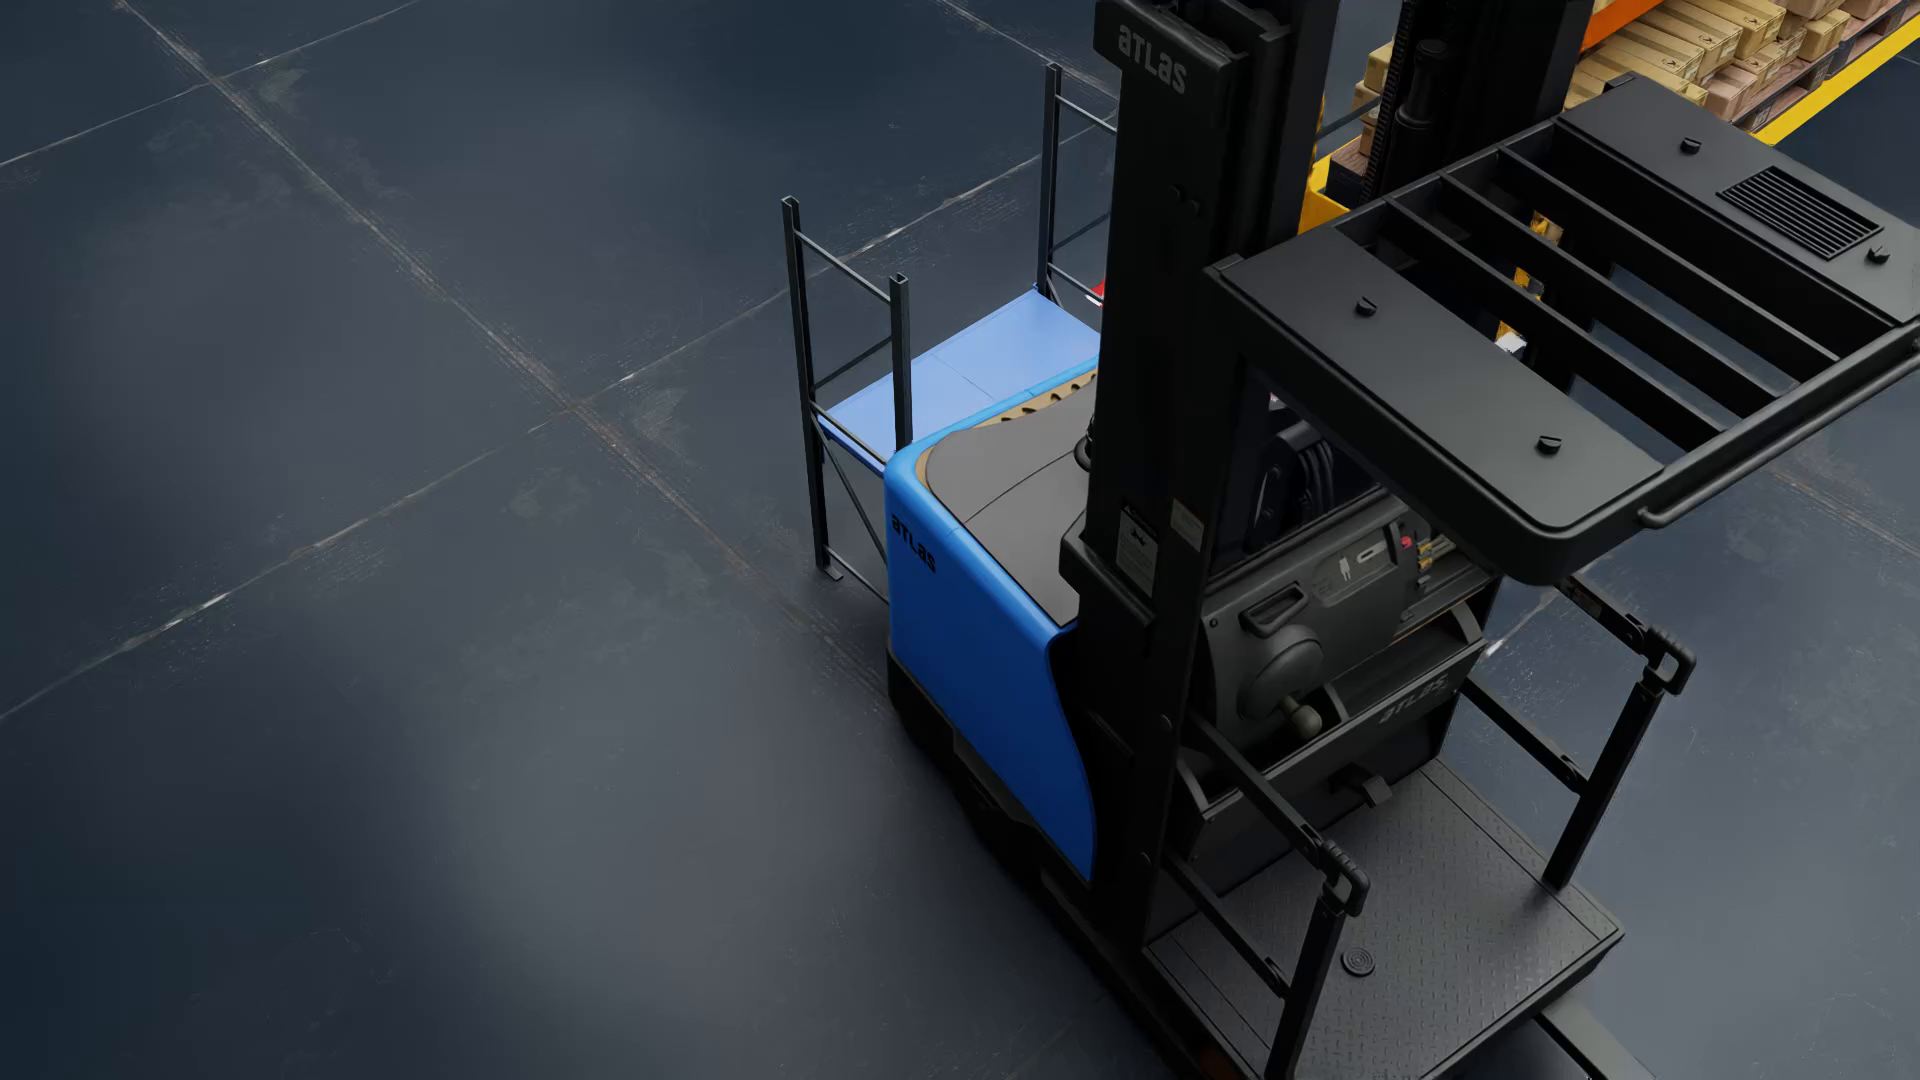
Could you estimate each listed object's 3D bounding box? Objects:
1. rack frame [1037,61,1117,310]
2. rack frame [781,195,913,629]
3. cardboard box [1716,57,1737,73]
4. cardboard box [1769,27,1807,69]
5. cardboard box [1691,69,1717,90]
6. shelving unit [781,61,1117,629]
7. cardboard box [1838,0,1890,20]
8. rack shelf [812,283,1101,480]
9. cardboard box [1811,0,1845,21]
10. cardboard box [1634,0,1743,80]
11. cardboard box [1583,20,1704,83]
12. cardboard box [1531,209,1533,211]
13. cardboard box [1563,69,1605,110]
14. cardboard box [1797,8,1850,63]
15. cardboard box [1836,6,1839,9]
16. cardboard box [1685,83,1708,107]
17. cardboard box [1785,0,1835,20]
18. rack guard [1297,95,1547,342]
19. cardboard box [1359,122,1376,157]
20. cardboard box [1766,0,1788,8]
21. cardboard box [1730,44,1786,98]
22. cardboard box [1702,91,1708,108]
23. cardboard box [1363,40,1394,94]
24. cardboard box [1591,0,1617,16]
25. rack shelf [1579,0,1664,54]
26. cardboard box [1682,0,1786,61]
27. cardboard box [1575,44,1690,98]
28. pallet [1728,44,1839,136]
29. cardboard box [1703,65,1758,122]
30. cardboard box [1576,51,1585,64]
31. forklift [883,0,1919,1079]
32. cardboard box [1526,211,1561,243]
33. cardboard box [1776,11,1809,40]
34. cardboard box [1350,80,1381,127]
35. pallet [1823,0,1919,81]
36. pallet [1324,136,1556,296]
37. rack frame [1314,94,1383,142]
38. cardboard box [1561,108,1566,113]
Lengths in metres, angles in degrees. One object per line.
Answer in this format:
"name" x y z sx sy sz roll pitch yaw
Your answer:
"rack frame" 0.439 -0.802 5.470 0.032 1.500 0.500 -34 56 -27
"rack frame" -0.313 -0.299 5.006 0.032 1.500 0.500 -34 56 -27
"cardboard box" 3.124 -2.157 7.151 0.250 0.149 0.380 -31 54 -25
"cardboard box" 3.528 -2.250 7.439 0.250 0.149 0.380 -33 55 -27
"cardboard box" 2.951 -2.000 7.006 0.380 0.149 0.250 36 57 29
"shelving unit" 0.063 -0.551 5.238 1.048 1.500 0.538 -34 56 -27
"cardboard box" 4.131 -2.605 7.767 0.250 0.149 0.380 -36 57 -28
"rack shelf" 0.063 -0.429 5.370 1.000 0.185 0.538 -34 56 -27
"cardboard box" 3.769 -2.516 7.482 0.250 0.149 0.380 -32 55 -26
"cardboard box" 2.985 -2.088 6.885 0.250 0.149 0.380 -32 55 -26
"cardboard box" 2.773 -1.956 6.763 0.380 0.149 0.250 36 57 29
"cardboard box" 2.194 -1.476 6.522 0.250 0.149 0.380 -32 55 -26
"cardboard box" 2.373 -1.733 6.558 0.250 0.149 0.380 -33 55 -27
"cardboard box" 3.766 -2.342 7.524 0.250 0.149 0.380 -34 56 -27
"cardboard box" 3.855 -2.541 7.708 0.250 0.149 0.380 -35 56 -28
"cardboard box" 2.819 -1.818 6.838 0.250 0.149 0.380 -32 55 -26
"cardboard box" 3.589 -2.433 7.203 0.250 0.149 0.380 -36 57 -28
"rack guard" 1.690 -1.270 6.581 0.348 0.500 1.175 -34 56 -27
"cardboard box" 1.883 -1.629 6.866 0.250 0.149 0.380 -33 55 -27
"cardboard box" 3.332 -2.369 7.144 0.250 0.149 0.380 -34 56 -27
"cardboard box" 3.372 -2.113 7.312 0.250 0.149 0.380 -34 56 -27
"cardboard box" 2.942 -1.886 7.103 0.250 0.149 0.380 -34 56 -27
"cardboard box" 1.855 -1.857 6.672 0.250 0.149 0.380 -33 55 -27
"cardboard box" 2.094 -1.977 5.704 0.250 0.149 0.380 -34 56 -27
"rack shelf" 3.113 -2.825 6.805 4.000 0.370 1.077 -34 56 -27
"cardboard box" 3.210 -2.193 6.982 0.250 0.149 0.380 -33 55 -27
"cardboard box" 2.645 -1.788 6.608 0.250 0.149 0.380 -34 56 -27
"pallet" 3.217 -2.154 7.594 1.213 0.211 1.003 -34 56 -27
"cardboard box" 3.184 -1.962 7.173 0.380 0.149 0.250 36 57 29
"cardboard box" 2.483 -2.107 7.105 0.250 0.149 0.380 -34 56 -28
"forklift" 1.025 0.202 3.570 1.130 2.935 3.031 -27 53 -23
"cardboard box" 2.236 -1.341 6.600 0.250 0.149 0.380 -33 55 -26
"cardboard box" 3.557 -2.394 7.370 0.380 0.149 0.250 36 57 29
"cardboard box" 1.832 -1.773 6.796 0.250 0.149 0.380 -35 56 -28
"pallet" 4.120 -2.761 8.154 1.213 0.211 1.003 -34 56 -27
"pallet" 2.315 -1.554 7.041 1.213 0.211 1.003 -34 56 -27
"rack frame" 1.633 -2.080 5.628 0.127 3.000 1.000 -34 56 -27
"cardboard box" 2.250 -1.532 6.371 0.250 0.149 0.380 -36 57 -29
